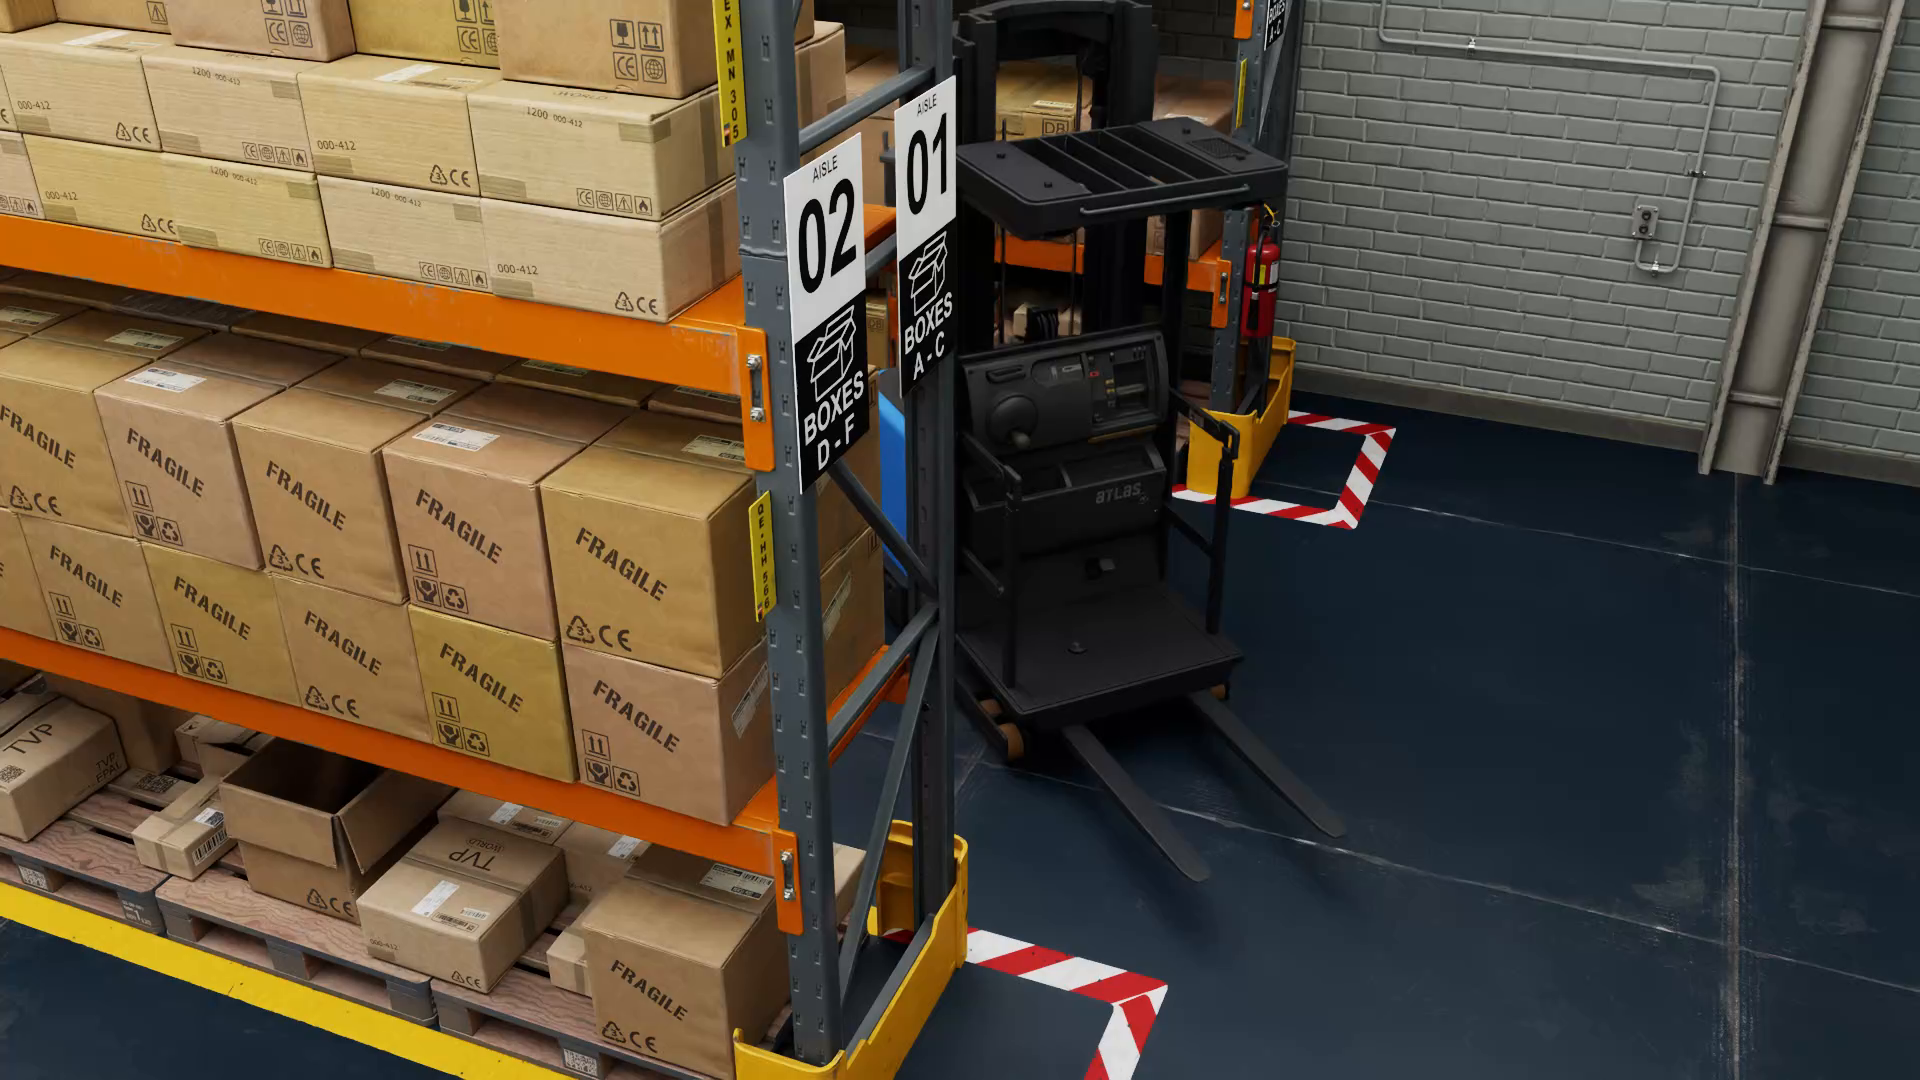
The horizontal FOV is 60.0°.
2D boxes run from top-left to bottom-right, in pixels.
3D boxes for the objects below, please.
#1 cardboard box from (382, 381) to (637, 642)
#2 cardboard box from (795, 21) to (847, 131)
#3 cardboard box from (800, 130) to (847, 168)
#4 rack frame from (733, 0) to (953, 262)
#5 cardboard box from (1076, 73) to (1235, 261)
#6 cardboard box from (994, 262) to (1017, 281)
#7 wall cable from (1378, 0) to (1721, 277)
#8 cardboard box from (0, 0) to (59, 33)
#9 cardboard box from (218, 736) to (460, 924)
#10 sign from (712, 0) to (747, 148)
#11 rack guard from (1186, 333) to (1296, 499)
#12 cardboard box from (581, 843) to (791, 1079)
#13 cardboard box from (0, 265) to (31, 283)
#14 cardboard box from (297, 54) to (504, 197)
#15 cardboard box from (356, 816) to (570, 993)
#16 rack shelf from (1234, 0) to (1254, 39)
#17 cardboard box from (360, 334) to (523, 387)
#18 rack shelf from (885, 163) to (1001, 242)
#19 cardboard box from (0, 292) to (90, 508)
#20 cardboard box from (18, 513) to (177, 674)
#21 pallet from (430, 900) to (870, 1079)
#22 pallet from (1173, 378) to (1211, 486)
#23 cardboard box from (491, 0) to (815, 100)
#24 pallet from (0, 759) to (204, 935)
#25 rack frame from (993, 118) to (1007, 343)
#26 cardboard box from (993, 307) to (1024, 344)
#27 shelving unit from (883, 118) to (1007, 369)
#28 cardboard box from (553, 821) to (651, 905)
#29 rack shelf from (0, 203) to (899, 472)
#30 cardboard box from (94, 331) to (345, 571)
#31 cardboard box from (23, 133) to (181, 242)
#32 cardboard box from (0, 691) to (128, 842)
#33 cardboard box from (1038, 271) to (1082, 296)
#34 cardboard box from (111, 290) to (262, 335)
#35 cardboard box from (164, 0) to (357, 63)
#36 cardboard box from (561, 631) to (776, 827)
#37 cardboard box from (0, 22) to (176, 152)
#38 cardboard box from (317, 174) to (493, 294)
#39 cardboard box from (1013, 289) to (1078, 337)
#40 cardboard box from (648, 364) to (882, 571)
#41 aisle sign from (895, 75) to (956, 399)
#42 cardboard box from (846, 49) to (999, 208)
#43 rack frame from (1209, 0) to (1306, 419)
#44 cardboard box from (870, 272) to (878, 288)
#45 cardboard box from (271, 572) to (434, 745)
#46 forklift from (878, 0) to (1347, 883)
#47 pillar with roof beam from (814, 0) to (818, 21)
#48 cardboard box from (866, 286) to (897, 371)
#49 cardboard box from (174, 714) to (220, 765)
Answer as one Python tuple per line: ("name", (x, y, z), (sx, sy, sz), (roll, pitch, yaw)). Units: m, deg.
("cardboard box", (-1.246, -0.094, 4.750), (0.500, 0.500, 0.500), (12, 32, 20))
("cardboard box", (-0.640, -1.237, 4.486), (0.500, 0.250, 0.500), (11, 31, 19))
("cardboard box", (-0.642, -1.016, 4.604), (0.500, 0.250, 0.500), (11, 31, 19))
("rack frame", (-0.261, -2.177, 3.456), (0.127, 3.000, 1.000), (11, 31, 19))
("cardboard box", (1.121, -2.045, 9.014), (0.700, 0.700, 0.980), (13, 32, 21))
("cardboard box", (0.165, -1.540, 9.880), (0.250, 0.149, 0.380), (12, 32, 20))
("wall cable", (3.140, -2.461, 9.023), (1.851, 1.984, 0.084), (11, 31, 19))
("cardboard box", (-2.627, -1.770, 4.667), (0.500, 0.500, 0.700), (11, 31, 19))
("cardboard box", (-2.225, 0.936, 6.136), (0.637, 0.503, 0.797), (11, 31, 19))
("sign", (-0.489, -1.007, 3.535), (0.005, 0.325, 0.100), (11, 31, 19))
("rack guard", (1.620, -0.732, 9.536), (0.348, 0.500, 1.175), (11, 31, 19))
("cardboard box", (-0.858, 1.344, 5.418), (0.500, 0.500, 0.500), (11, 31, 19))
("cardboard box", (-3.402, -0.808, 6.014), (0.500, 0.500, 0.500), (11, 31, 19))
("cardboard box", (-1.297, -1.094, 4.233), (0.500, 0.250, 0.500), (11, 31, 19))
("cardboard box", (-1.727, 1.263, 5.814), (0.500, 0.250, 0.500), (11, 31, 19))
("rack shelf", (-0.256, -3.187, 9.023), (4.000, 0.370, 1.077), (11, 31, 19))
("cardboard box", (-1.523, -0.434, 5.352), (0.500, 0.500, 0.500), (12, 32, 20))
("rack shelf", (-0.070, -1.684, 8.201), (0.480, 0.518, 0.431), (8, 31, 15))
("cardboard box", (-3.159, -0.473, 5.421), (0.500, 0.500, 0.500), (10, 31, 18))
("cardboard box", (-2.660, 0.057, 5.499), (0.500, 0.500, 0.500), (11, 31, 19))
("pallet", (-1.071, 1.488, 5.903), (1.213, 0.211, 1.003), (11, 31, 19))
("pallet", (0.827, -0.722, 9.814), (1.213, 0.211, 1.003), (11, 31, 19))
("cardboard box", (-0.744, -1.437, 4.078), (0.500, 0.500, 0.700), (11, 31, 19))
("pallet", (-3.332, 1.037, 6.702), (1.213, 0.211, 1.003), (11, 31, 19))
("rack frame", (0.164, -1.052, 8.477), (0.015, 2.100, 0.400), (8, 31, 15))
("cardboard box", (0.448, -1.095, 9.753), (0.500, 0.500, 0.700), (11, 31, 19))
("shelving unit", (-0.070, -1.087, 8.539), (0.503, 2.100, 0.431), (8, 31, 15))
("cardboard box", (-1.122, 1.118, 6.071), (0.500, 0.250, 0.500), (11, 31, 19))
("rack shelf", (-2.115, -0.928, 5.025), (4.000, 0.370, 1.077), (11, 31, 19))
("cardboard box", (-2.204, -0.283, 5.084), (0.500, 0.500, 0.500), (12, 32, 21))
("cardboard box", (-2.221, -1.064, 4.688), (0.500, 0.250, 0.500), (11, 31, 19))
("cardboard box", (-3.660, 0.850, 6.482), (0.500, 0.311, 0.500), (11, 31, 19))
("cardboard box", (0.633, -1.447, 9.715), (0.250, 0.149, 0.380), (11, 31, 19))
("cardboard box", (-2.459, -0.621, 5.683), (0.500, 0.500, 0.500), (12, 31, 20))
("cardboard box", (-1.679, -1.612, 4.387), (0.500, 0.500, 0.700), (11, 31, 19))
("cardboard box", (-0.779, 0.433, 4.834), (0.500, 0.500, 0.500), (12, 32, 21))
("cardboard box", (-2.224, -1.278, 4.558), (0.500, 0.250, 0.500), (11, 31, 19))
("cardboard box", (-1.296, -0.878, 4.358), (0.500, 0.250, 0.500), (11, 31, 19))
("cardboard box", (0.487, -1.273, 9.408), (0.250, 0.149, 0.380), (12, 32, 20))
("cardboard box", (-0.574, -0.246, 5.019), (0.500, 0.500, 0.500), (12, 32, 21))
("aisle sign", (-0.088, -0.818, 4.507), (0.004, 0.787, 0.394), (11, 31, 19))
("cardboard box", (-0.260, -2.319, 9.500), (0.700, 0.700, 0.980), (10, 31, 17))
("rack frame", (1.598, -1.824, 8.929), (0.127, 3.000, 1.000), (11, 31, 19))
("cardboard box", (-0.547, -1.681, 10.131), (0.250, 0.149, 0.380), (12, 31, 20))
("cardboard box", (-1.721, 0.244, 5.169), (0.500, 0.500, 0.500), (12, 31, 20))
("forklift", (0.544, -0.576, 6.790), (1.130, 2.935, 3.031), (-13, 32, -21))
("pillar with roof beam", (-2.754, -3.478, 5.758), (0.400, 9.000, 9.100), (11, 31, 19))
("cardboard box", (-0.516, -1.283, 10.086), (0.500, 0.500, 0.700), (12, 32, 20))
("cardboard box", (-2.963, 0.763, 6.802), (0.250, 0.149, 0.380), (11, 31, 19))
